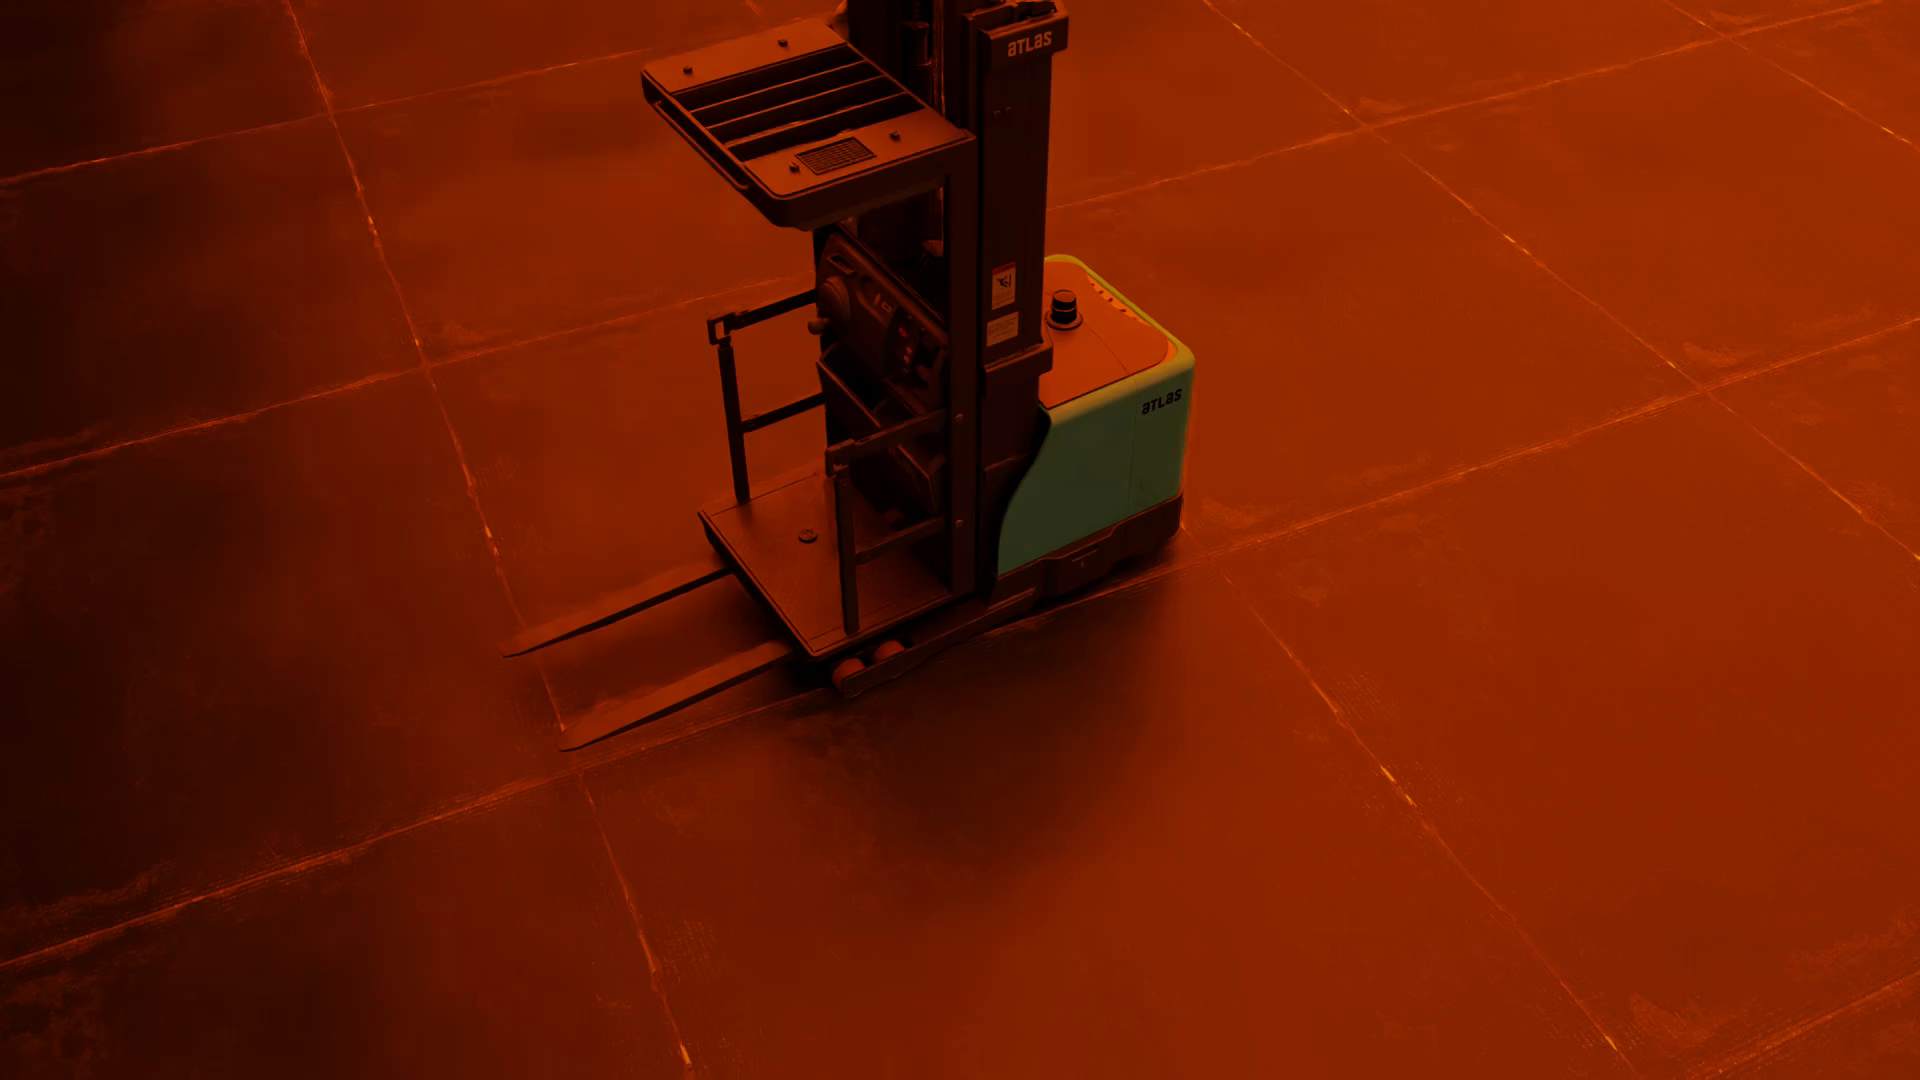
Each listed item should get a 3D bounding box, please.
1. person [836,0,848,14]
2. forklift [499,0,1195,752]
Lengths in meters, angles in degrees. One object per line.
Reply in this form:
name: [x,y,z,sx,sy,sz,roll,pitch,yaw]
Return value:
person: [-0.596,-4.333,11.250,0.694,1.756,0.794,-26,49,-25]
forklift: [-0.493,-0.815,6.554,3.031,2.935,1.130,-24,48,-23]
